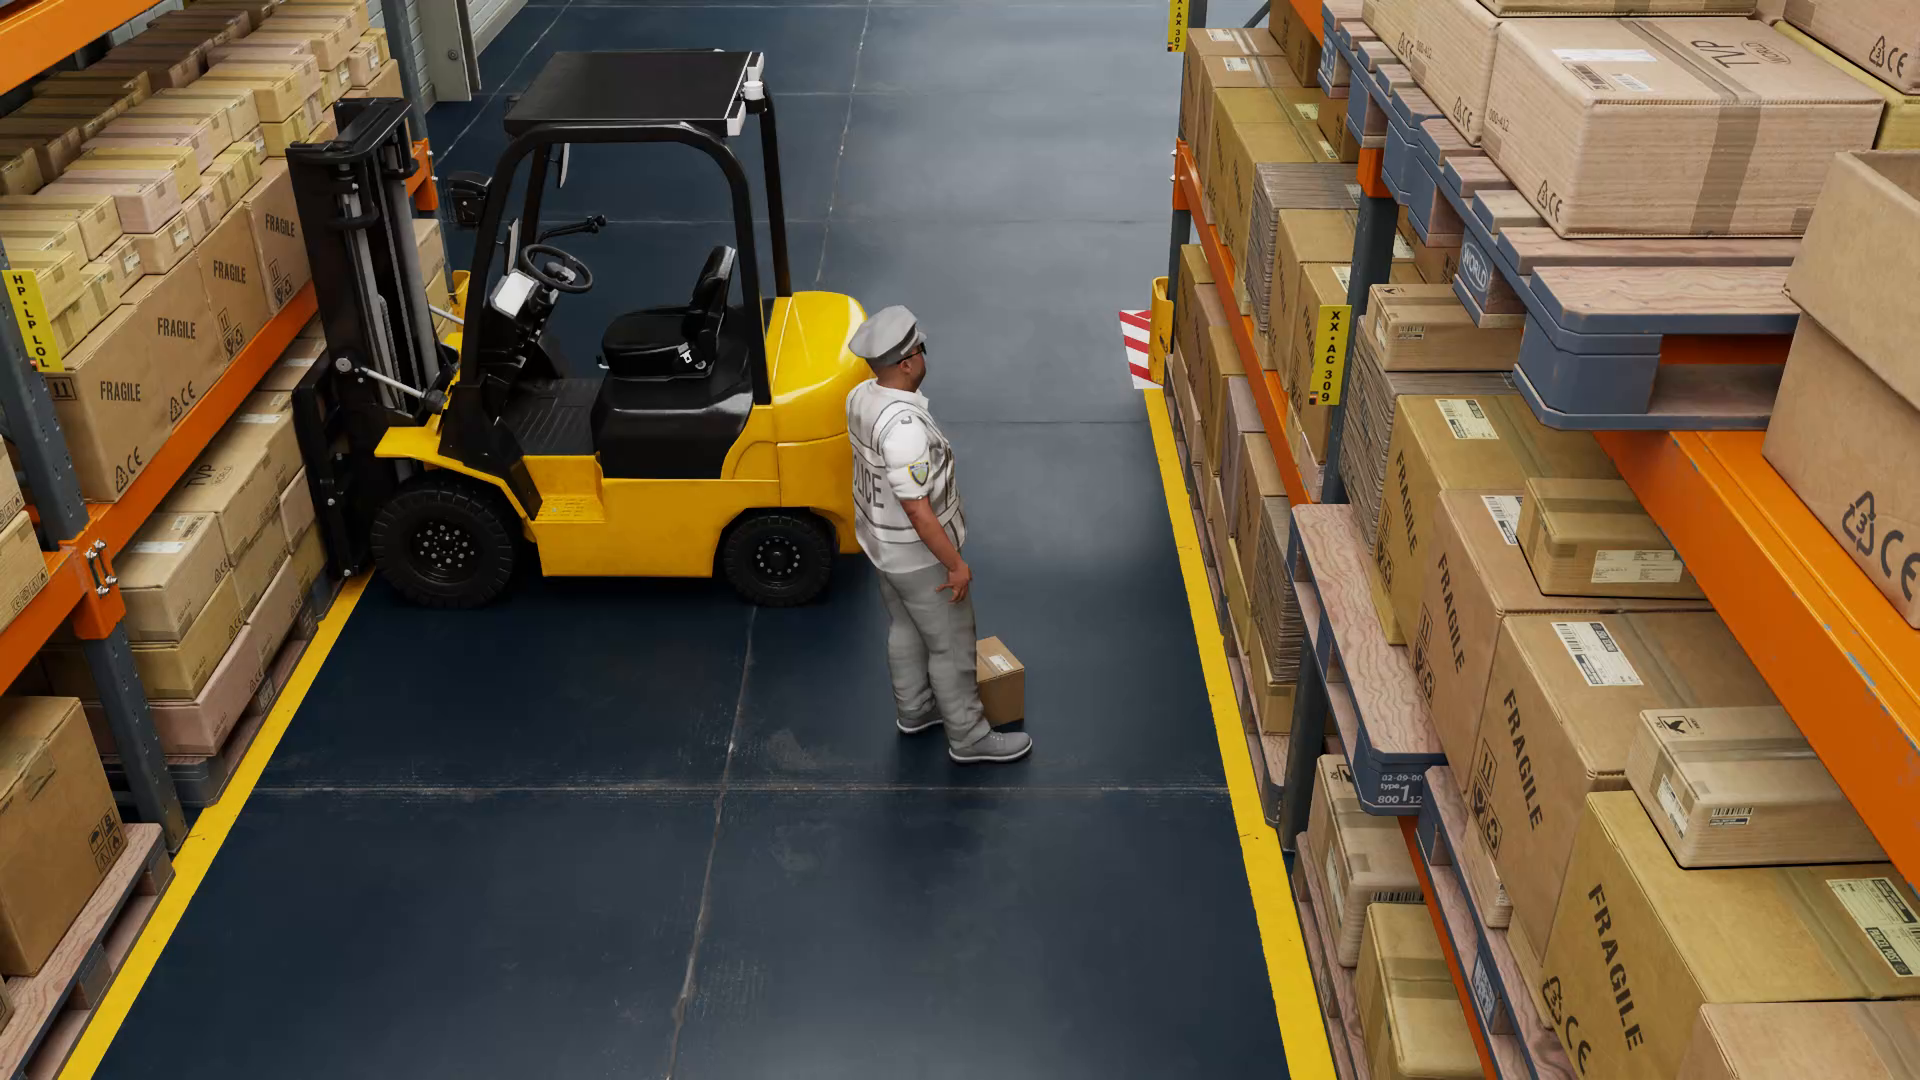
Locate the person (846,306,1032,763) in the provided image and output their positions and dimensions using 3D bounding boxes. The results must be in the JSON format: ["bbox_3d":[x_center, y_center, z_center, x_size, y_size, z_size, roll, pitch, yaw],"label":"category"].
[{"bbox_3d":[-0.092,-0.021,6.115,0.574,1.781,0.641,-13,34,-21],"label":"person"}]
